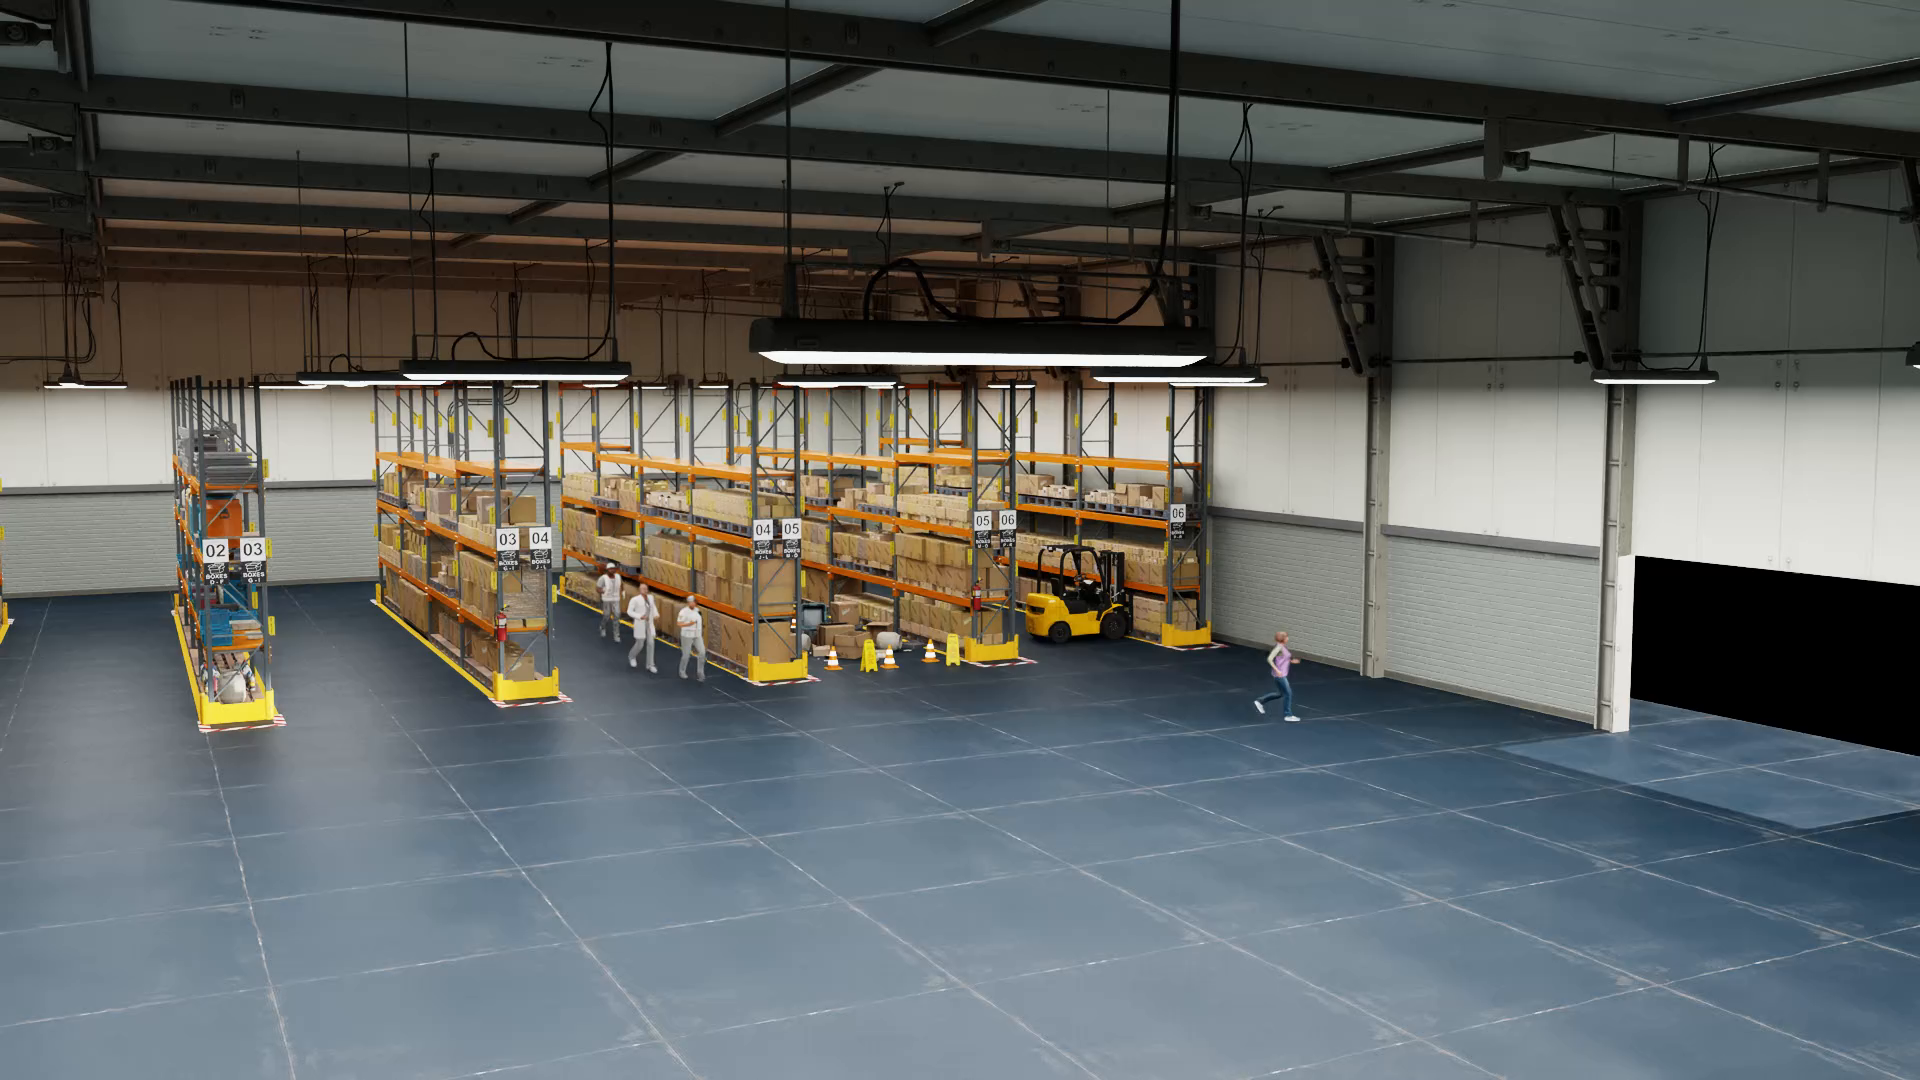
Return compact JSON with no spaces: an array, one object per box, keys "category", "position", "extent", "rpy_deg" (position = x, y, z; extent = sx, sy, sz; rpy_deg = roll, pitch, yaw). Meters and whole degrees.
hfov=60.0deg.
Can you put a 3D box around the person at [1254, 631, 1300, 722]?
[{"category":"person","position":[5.517,2.356,28.884],"extent":[0.804,1.575,0.538],"rpy_deg":[2,5,17]}]

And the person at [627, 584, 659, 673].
[{"category":"person","position":[-6.526,1.791,34.248],"extent":[0.727,1.799,0.934],"rpy_deg":[-4,7,-39]}]

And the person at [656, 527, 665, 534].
[{"category":"person","position":[-8.885,0.446,50.046],"extent":[0.764,1.716,0.622],"rpy_deg":[-2,5,-17]}]

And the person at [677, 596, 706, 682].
[{"category":"person","position":[-5.334,1.963,33.023],"extent":[0.600,1.731,0.673],"rpy_deg":[-4,6,-35]}]

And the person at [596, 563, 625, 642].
[{"category":"person","position":[-8.053,1.418,38.355],"extent":[0.699,1.801,0.879],"rpy_deg":[-3,6,-30]}]
